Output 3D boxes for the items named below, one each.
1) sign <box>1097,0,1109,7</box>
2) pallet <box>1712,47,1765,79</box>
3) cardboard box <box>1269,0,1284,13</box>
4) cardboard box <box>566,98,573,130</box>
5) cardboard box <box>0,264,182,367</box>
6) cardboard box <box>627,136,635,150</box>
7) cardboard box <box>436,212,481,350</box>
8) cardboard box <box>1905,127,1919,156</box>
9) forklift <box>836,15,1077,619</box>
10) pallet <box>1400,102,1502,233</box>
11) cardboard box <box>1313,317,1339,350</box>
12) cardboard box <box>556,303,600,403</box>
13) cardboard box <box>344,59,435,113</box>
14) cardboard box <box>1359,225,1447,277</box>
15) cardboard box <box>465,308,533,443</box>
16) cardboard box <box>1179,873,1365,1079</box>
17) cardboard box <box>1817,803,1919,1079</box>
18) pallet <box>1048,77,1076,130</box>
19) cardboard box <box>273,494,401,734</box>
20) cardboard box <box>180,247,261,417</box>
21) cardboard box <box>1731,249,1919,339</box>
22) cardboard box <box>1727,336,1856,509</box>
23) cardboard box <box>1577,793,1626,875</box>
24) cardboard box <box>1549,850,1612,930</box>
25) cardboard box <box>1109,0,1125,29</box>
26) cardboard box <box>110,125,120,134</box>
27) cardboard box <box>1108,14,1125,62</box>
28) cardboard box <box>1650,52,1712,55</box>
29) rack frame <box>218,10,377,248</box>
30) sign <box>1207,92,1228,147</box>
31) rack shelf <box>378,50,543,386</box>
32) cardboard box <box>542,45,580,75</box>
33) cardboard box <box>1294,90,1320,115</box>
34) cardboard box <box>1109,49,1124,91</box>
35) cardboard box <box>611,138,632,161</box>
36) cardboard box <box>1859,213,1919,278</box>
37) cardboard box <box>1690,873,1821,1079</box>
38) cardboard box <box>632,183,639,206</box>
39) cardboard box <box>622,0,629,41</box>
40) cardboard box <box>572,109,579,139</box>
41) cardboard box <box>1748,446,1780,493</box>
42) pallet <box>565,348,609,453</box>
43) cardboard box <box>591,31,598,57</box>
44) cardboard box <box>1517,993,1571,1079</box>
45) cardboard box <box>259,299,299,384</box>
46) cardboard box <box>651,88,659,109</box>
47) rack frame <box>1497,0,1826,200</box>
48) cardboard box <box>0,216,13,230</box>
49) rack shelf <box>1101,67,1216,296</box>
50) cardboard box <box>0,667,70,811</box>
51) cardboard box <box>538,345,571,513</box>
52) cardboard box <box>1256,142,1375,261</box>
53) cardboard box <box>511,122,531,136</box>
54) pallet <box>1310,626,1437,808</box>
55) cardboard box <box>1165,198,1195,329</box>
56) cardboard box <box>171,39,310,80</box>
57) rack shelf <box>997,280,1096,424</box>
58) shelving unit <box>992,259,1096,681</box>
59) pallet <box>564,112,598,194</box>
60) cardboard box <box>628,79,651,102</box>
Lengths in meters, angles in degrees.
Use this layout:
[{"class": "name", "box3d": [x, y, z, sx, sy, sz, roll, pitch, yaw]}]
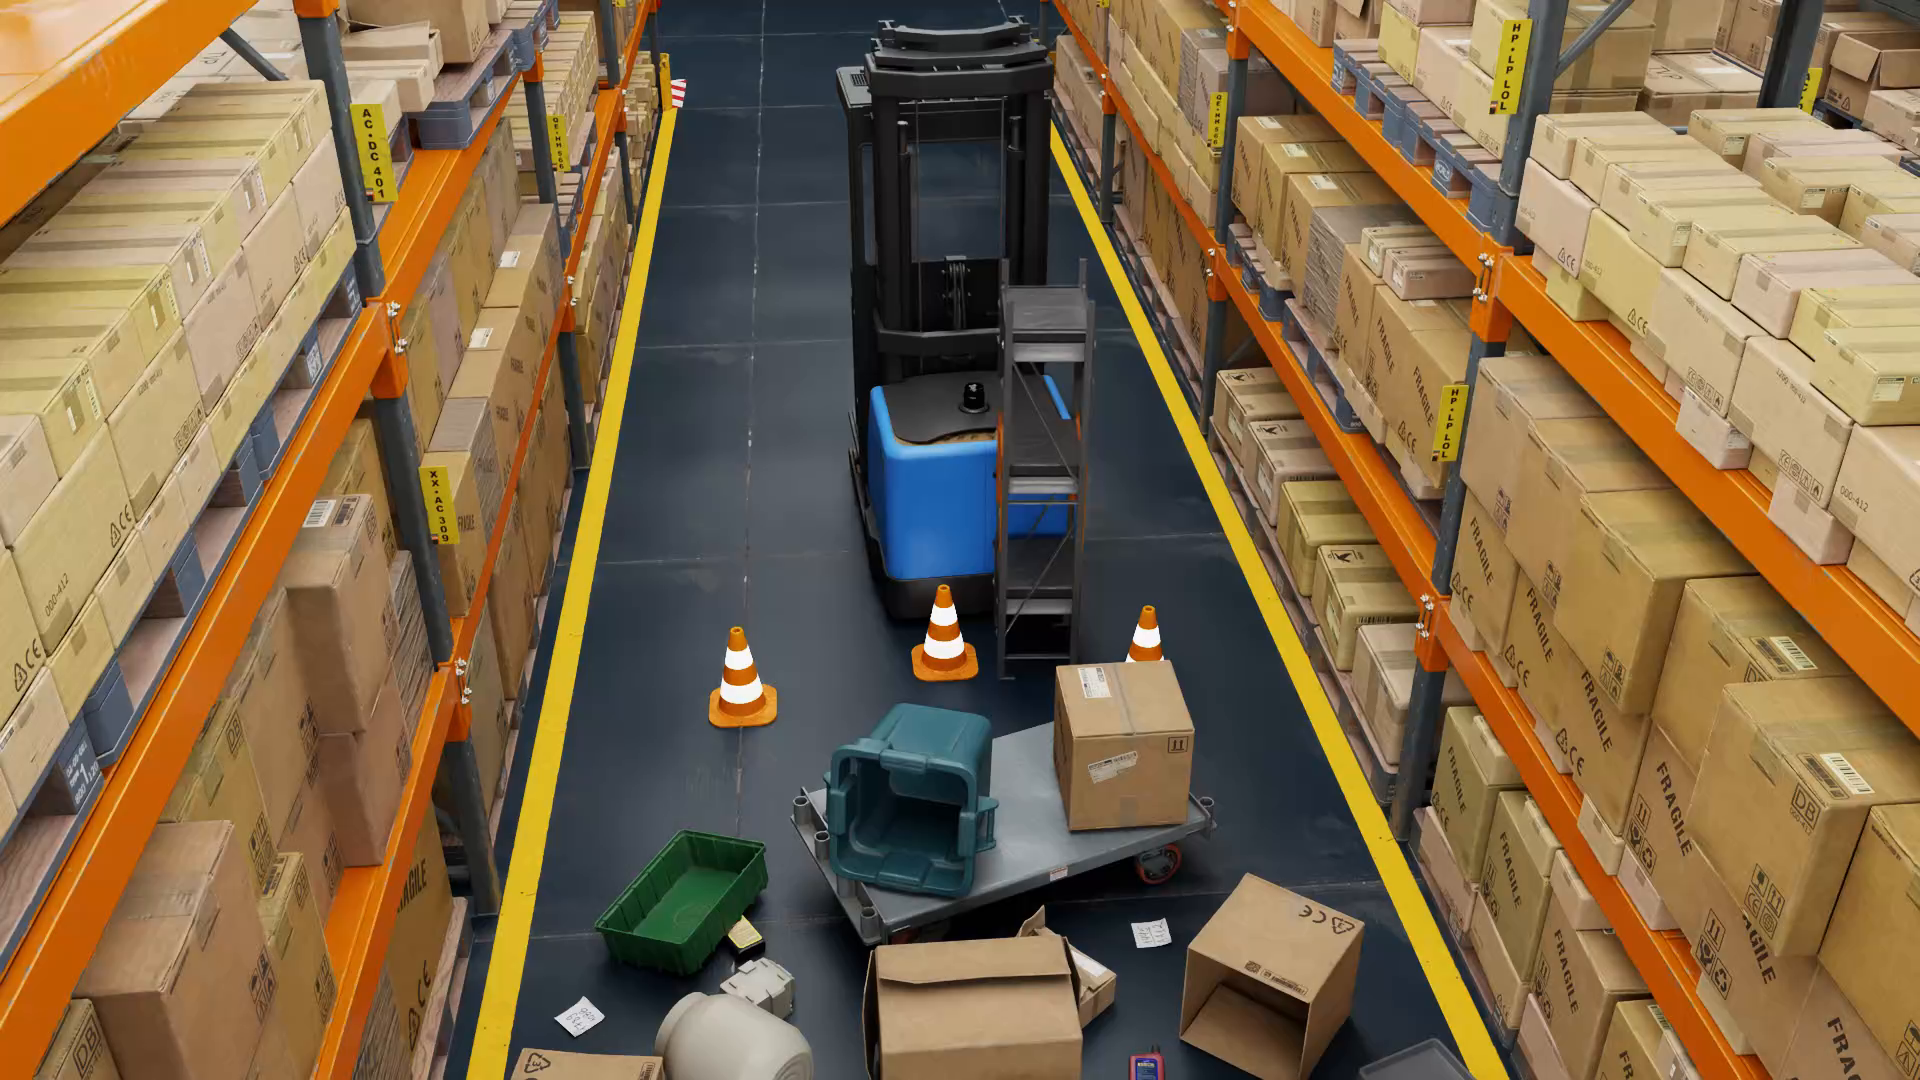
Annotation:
[{"class": "sign", "box3d": [1.153, -4.444, 13.344, 0.100, 0.325, 0.005, -3, 31, -5]}, {"class": "pallet", "box3d": [6.613, -3.810, 13.391, 1.003, 0.211, 1.213, -3, 31, -5]}, {"class": "cardboard box", "box3d": [1.939, -3.035, 9.226, 0.380, 0.149, 0.250, -3, 31, -5]}, {"class": "cardboard box", "box3d": [-2.807, -2.849, 11.140, 0.380, 0.149, 0.250, -3, 31, -5]}, {"class": "cardboard box", "box3d": [-1.972, -0.492, 3.683, 0.380, 0.149, 0.250, -2, 31, -4]}, {"class": "cardboard box", "box3d": [-3.125, -3.589, 14.914, 0.380, 0.149, 0.250, -1, 31, -2]}, {"class": "cardboard box", "box3d": [-2.661, -1.197, 7.756, 0.700, 0.500, 0.500, -3, 31, -5]}, {"class": "cardboard box", "box3d": [6.577, -2.653, 11.102, 0.380, 0.149, 0.250, -2, 31, -4]}, {"class": "forklift", "box3d": [-0.094, -1.575, 9.529, 1.130, 2.935, 3.031, -4, 31, -7]}, {"class": "pallet", "box3d": [2.501, -1.509, 6.610, 1.213, 0.211, 1.003, -3, 31, -5]}, {"class": "cardboard box", "box3d": [2.027, -1.094, 8.492, 0.380, 0.149, 0.250, -2, 31, -3]}, {"class": "cardboard box", "box3d": [-2.652, -1.216, 10.888, 0.500, 0.500, 0.500, -4, 31, -7]}, {"class": "cardboard box", "box3d": [-2.338, -1.824, 6.692, 0.380, 0.149, 0.250, -3, 31, -5]}, {"class": "cardboard box", "box3d": [2.058, -1.326, 7.615, 0.380, 0.149, 0.250, -4, 31, -7]}, {"class": "cardboard box", "box3d": [-2.387, -0.790, 8.049, 0.500, 0.500, 0.500, -2, 31, -4]}, {"class": "cardboard box", "box3d": [1.198, 1.703, 6.410, 0.500, 0.500, 0.500, 20, 36, 29]}, {"class": "cardboard box", "box3d": [2.522, 0.951, 3.869, 0.700, 0.500, 0.500, -2, 31, -4]}, {"class": "pallet", "box3d": [1.484, -4.507, 17.089, 1.003, 0.211, 1.213, -3, 31, -5]}, {"class": "cardboard box", "box3d": [-2.299, 0.244, 5.217, 0.875, 0.550, 0.550, -3, 31, -5]}, {"class": "cardboard box", "box3d": [-2.073, -0.515, 4.111, 0.500, 0.250, 0.500, -3, 31, -5]}, {"class": "cardboard box", "box3d": [2.333, -0.665, 4.481, 0.380, 0.149, 0.250, -3, 31, -5]}, {"class": "cardboard box", "box3d": [2.362, -0.318, 4.289, 0.500, 0.250, 0.500, -2, 31, -4]}, {"class": "cardboard box", "box3d": [2.273, 0.956, 5.470, 0.380, 0.149, 0.250, -3, 31, -4]}, {"class": "cardboard box", "box3d": [2.269, 1.198, 5.726, 0.380, 0.149, 0.250, -1, 31, -2]}, {"class": "cardboard box", "box3d": [1.460, -4.300, 12.951, 0.500, 0.500, 0.500, -2, 31, -4]}, {"class": "cardboard box", "box3d": [-8.311, -4.114, 15.375, 0.875, 0.875, 0.875, -3, 31, -5]}, {"class": "cardboard box", "box3d": [1.466, -3.978, 13.144, 0.500, 0.250, 0.500, -4, 31, -6]}, {"class": "cardboard box", "box3d": [2.749, -1.962, 6.921, 0.500, 0.250, 0.500, -3, 31, -5]}, {"class": "rack frame", "box3d": [-2.466, -2.269, 4.773, 1.000, 3.000, 0.127, -3, 31, -5]}, {"class": "sign", "box3d": [1.527, -2.493, 9.869, 0.100, 0.325, 0.005, -3, 31, -5]}, {"class": "rack shelf", "box3d": [-2.653, -1.693, 7.436, 1.077, 0.370, 4.000, -3, 31, -5]}, {"class": "cardboard box", "box3d": [-2.889, -3.381, 11.740, 0.380, 0.149, 0.250, -4, 31, -6]}, {"class": "cardboard box", "box3d": [2.276, -2.760, 10.373, 0.500, 0.500, 0.500, -4, 31, -6]}, {"class": "cardboard box", "box3d": [1.484, -3.765, 13.274, 0.500, 0.250, 0.500, -3, 31, -6]}, {"class": "cardboard box", "box3d": [-3.006, -3.318, 14.171, 0.380, 0.149, 0.250, -1, 31, -2]}, {"class": "cardboard box", "box3d": [2.813, -0.821, 4.742, 0.380, 0.149, 0.250, -3, 31, -6]}, {"class": "cardboard box", "box3d": [2.416, 1.114, 4.572, 0.500, 0.500, 0.500, -3, 31, -5]}, {"class": "cardboard box", "box3d": [-2.928, -2.935, 14.109, 0.380, 0.149, 0.250, -4, 31, -7]}, {"class": "cardboard box", "box3d": [-3.062, -4.465, 13.913, 0.500, 0.500, 0.500, -3, 31, -5]}, {"class": "cardboard box", "box3d": [-2.830, -2.856, 11.441, 0.380, 0.149, 0.250, -4, 31, -6]}, {"class": "cardboard box", "box3d": [2.381, -0.202, 4.483, 0.380, 0.149, 0.250, -3, 31, -4]}, {"class": "pallet", "box3d": [-2.911, -0.937, 11.113, 1.003, 0.211, 1.213, -3, 31, -5]}, {"class": "cardboard box", "box3d": [-2.980, -3.784, 12.705, 0.380, 0.149, 0.250, -2, 31, -3]}, {"class": "cardboard box", "box3d": [2.352, 1.875, 5.957, 0.500, 0.250, 0.500, -3, 31, -5]}, {"class": "cardboard box", "box3d": [-2.041, -0.534, 4.532, 0.380, 0.149, 0.250, -3, 31, -4]}, {"class": "cardboard box", "box3d": [-3.206, -4.391, 16.546, 0.380, 0.149, 0.250, -2, 31, -3]}, {"class": "rack frame", "box3d": [2.453, -2.557, 5.256, 1.000, 3.000, 0.127, -3, 31, -5]}, {"class": "cardboard box", "box3d": [-2.698, -0.847, 4.279, 0.380, 0.149, 0.250, -3, 31, -5]}, {"class": "rack shelf", "box3d": [1.892, -2.736, 12.107, 1.077, 0.370, 4.000, -3, 31, -5]}, {"class": "cardboard box", "box3d": [-1.877, 0.368, 3.021, 0.380, 0.149, 0.250, -3, 31, -4]}, {"class": "cardboard box", "box3d": [-2.873, -0.634, 9.671, 1.050, 0.750, 0.750, -3, 31, -5]}, {"class": "cardboard box", "box3d": [1.946, -1.868, 9.156, 0.500, 0.500, 0.500, -1, 31, -2]}, {"class": "cardboard box", "box3d": [-2.718, -2.445, 10.174, 0.380, 0.149, 0.250, -4, 31, -6]}, {"class": "pallet", "box3d": [2.379, 0.818, 8.175, 1.003, 0.211, 1.213, -3, 31, -5]}, {"class": "cardboard box", "box3d": [2.018, -2.104, 12.010, 0.875, 0.875, 0.875, -2, 31, -4]}, {"class": "cardboard box", "box3d": [-2.801, -1.759, 6.485, 0.500, 0.250, 0.500, -3, 31, -5]}, {"class": "rack shelf", "box3d": [0.400, -0.890, 7.844, 0.431, 0.518, 0.480, 0, 32, -1]}, {"class": "shelving unit", "box3d": [0.396, -0.305, 8.204, 0.431, 2.100, 0.503, 0, 32, -1]}, {"class": "pallet", "box3d": [-3.066, -2.662, 11.468, 1.003, 0.211, 1.213, -3, 31, -5]}, {"class": "cardboard box", "box3d": [-3.127, -4.246, 15.724, 0.380, 0.149, 0.250, -2, 31, -3]}]
